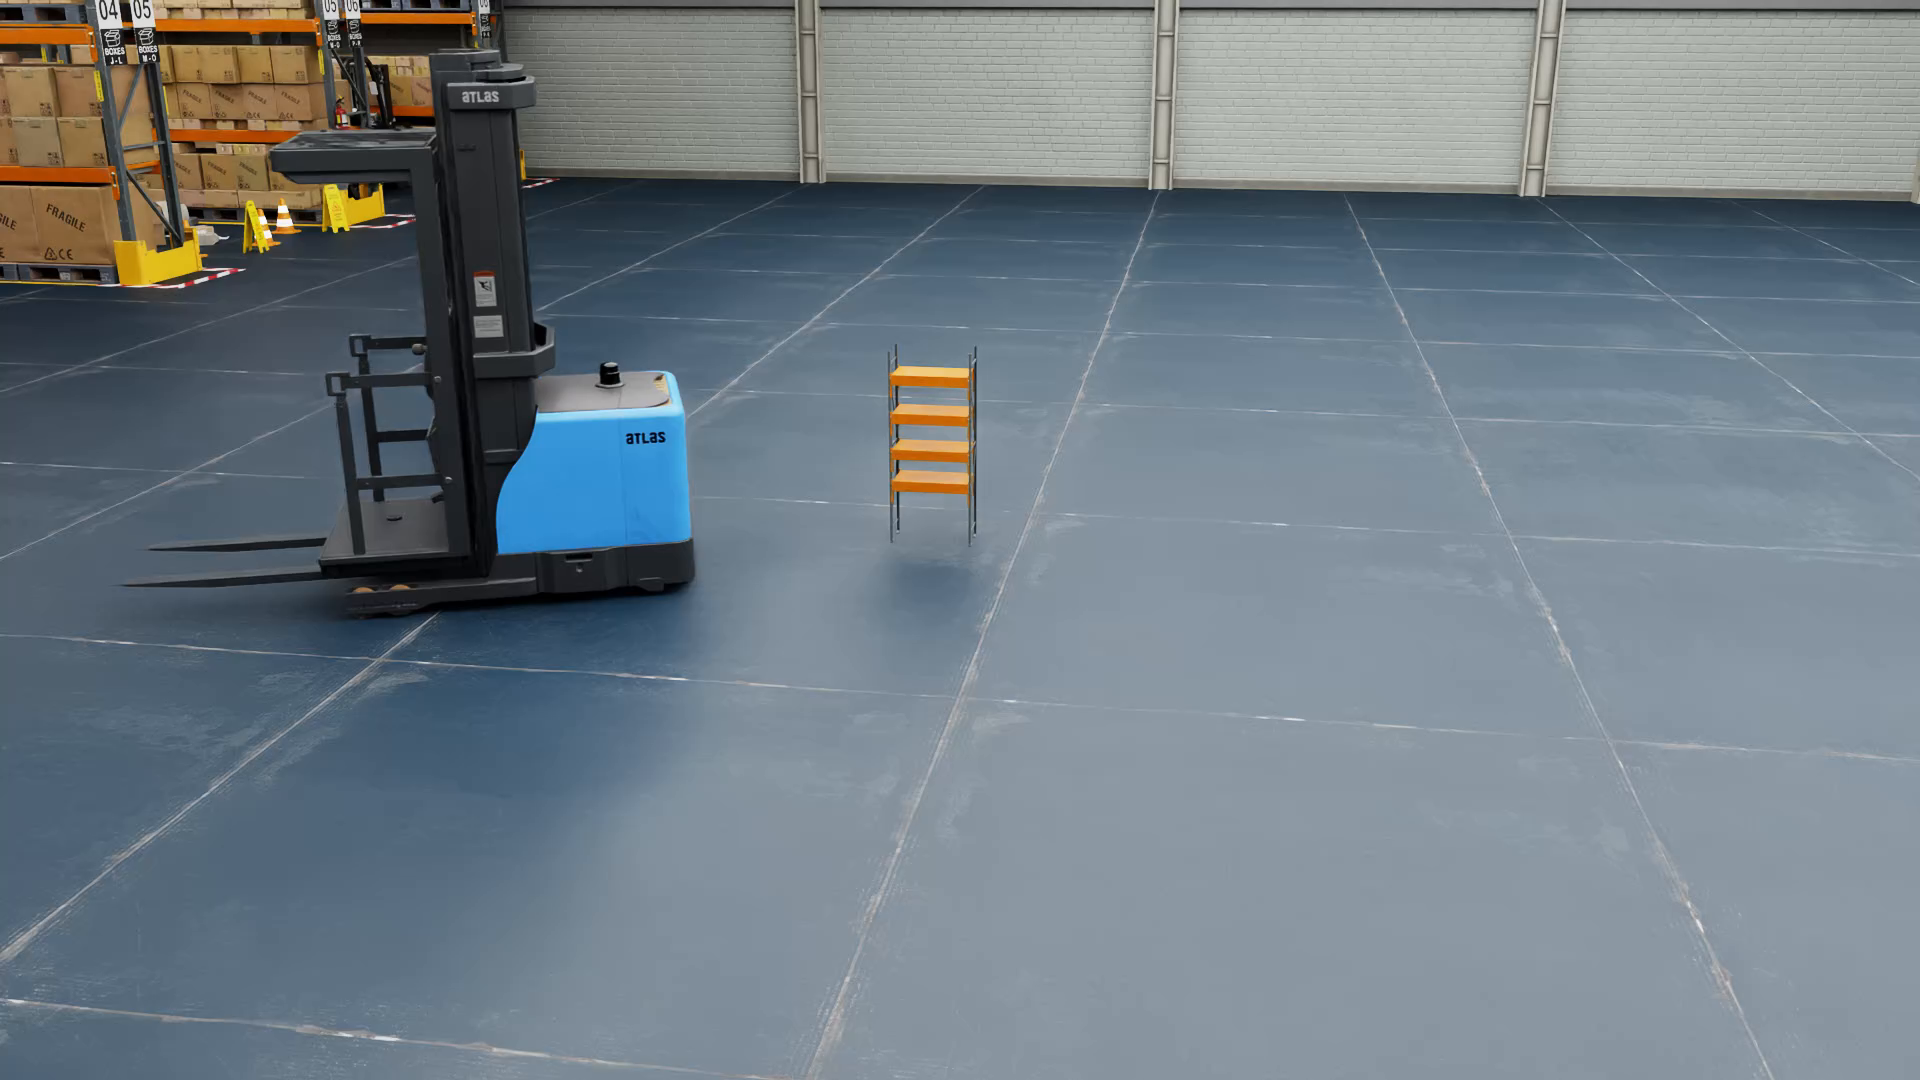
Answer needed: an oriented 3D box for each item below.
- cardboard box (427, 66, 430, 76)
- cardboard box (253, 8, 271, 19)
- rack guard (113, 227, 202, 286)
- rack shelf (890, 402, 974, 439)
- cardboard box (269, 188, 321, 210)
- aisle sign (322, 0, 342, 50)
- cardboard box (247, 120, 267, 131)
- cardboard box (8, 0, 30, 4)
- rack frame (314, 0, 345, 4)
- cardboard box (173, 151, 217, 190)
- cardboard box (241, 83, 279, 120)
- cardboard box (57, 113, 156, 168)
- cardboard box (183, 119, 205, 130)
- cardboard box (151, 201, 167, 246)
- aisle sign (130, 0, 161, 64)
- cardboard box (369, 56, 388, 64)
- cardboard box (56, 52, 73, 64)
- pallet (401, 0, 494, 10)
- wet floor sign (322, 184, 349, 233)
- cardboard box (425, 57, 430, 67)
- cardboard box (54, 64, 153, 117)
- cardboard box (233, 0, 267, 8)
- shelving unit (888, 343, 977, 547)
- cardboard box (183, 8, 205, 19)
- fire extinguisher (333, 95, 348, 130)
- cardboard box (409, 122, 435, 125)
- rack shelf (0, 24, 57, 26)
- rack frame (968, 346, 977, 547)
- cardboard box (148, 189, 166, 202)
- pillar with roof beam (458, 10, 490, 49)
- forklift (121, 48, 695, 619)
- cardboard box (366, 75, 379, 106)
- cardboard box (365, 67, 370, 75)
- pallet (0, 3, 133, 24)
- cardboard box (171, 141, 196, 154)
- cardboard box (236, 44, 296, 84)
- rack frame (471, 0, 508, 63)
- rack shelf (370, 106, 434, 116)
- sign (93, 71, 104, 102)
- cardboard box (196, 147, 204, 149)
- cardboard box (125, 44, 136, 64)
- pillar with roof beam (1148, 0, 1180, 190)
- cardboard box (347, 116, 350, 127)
[{"bbox_3d":[-8.819,-7.946,28.144,0.250,0.149,0.380,3,19,10],"label":"cardboard box"},{"bbox_3d":[-9.617,-7.330,23.153,0.250,0.149,0.380,3,19,10],"label":"cardboard box"},{"bbox_3d":[-9.374,-3.328,19.461,0.348,0.500,1.175,3,19,9],"label":"rack guard"},{"bbox_3d":[-0.163,-0.726,10.088,0.480,0.148,0.258,3,19,9],"label":"rack shelf"},{"bbox_3d":[-9.577,-4.923,23.961,0.500,0.250,0.500,3,19,8],"label":"cardboard box"},{"bbox_3d":[-8.697,-7.209,23.025,0.004,0.787,0.394,3,19,9],"label":"aisle sign"},{"bbox_3d":[-9.892,-5.904,23.617,0.250,0.149,0.380,3,19,10],"label":"cardboard box"},{"bbox_3d":[-10.282,-6.001,18.359,0.250,0.149,0.380,3,19,9],"label":"cardboard box"},{"bbox_3d":[-8.712,-8.915,22.766,0.127,3.000,1.000,3,19,9],"label":"rack frame"},{"bbox_3d":[-11.080,-5.358,24.080,0.500,0.500,0.500,4,19,12],"label":"cardboard box"},{"bbox_3d":[-9.786,-6.227,23.558,0.500,0.500,0.500,3,19,9],"label":"cardboard box"},{"bbox_3d":[-9.771,-4.590,19.058,0.550,0.550,0.875,3,19,9],"label":"cardboard box"},{"bbox_3d":[-10.887,-5.965,23.799,0.250,0.149,0.380,3,19,8],"label":"cardboard box"},{"bbox_3d":[-10.848,-4.182,22.008,0.637,0.503,0.797,-11,21,-29],"label":"cardboard box"},{"bbox_3d":[-9.280,-5.838,18.926,0.004,0.787,0.394,3,19,9],"label":"aisle sign"},{"bbox_3d":[-9.831,-8.149,28.282,0.250,0.149,0.380,3,19,9],"label":"cardboard box"},{"bbox_3d":[-13.070,-7.101,24.489,0.250,0.149,0.380,3,19,8],"label":"cardboard box"},{"bbox_3d":[-8.623,-9.050,28.035,1.213,0.211,1.003,3,19,9],"label":"pallet"},{"bbox_3d":[-8.695,-4.609,23.061,0.232,0.644,0.267,10,21,27],"label":"wet floor sign"},{"bbox_3d":[-8.827,-8.081,28.079,0.250,0.149,0.380,3,19,10],"label":"cardboard box"},{"bbox_3d":[-9.758,-5.129,18.965,0.550,0.550,0.875,3,19,9],"label":"cardboard box"},{"bbox_3d":[-9.755,-7.534,23.133,0.500,0.250,0.500,3,19,8],"label":"cardboard box"},{"bbox_3d":[-0.163,-0.577,10.138,0.503,1.200,0.258,3,19,9],"label":"shelving unit"},{"bbox_3d":[-10.633,-7.367,23.263,0.250,0.149,0.380,3,19,8],"label":"cardboard box"},{"bbox_3d":[-8.673,-5.884,23.282,0.183,0.674,0.296,3,19,9],"label":"fire extinguisher"},{"bbox_3d":[-9.359,-7.131,28.984,0.500,0.250,0.500,3,19,8],"label":"cardboard box"},{"bbox_3d":[-14.636,-7.454,24.259,4.000,0.370,1.077,3,19,9],"label":"rack shelf"},{"bbox_3d":[0.077,-0.565,10.101,0.015,1.200,0.240,3,19,9],"label":"rack frame"},{"bbox_3d":[-11.593,-5.029,24.278,0.500,0.250,0.500,4,19,12],"label":"cardboard box"},{"bbox_3d":[-9.156,-9.439,24.332,0.400,9.000,9.100,3,19,9],"label":"pillar with roof beam"},{"bbox_3d":[-3.078,-1.146,9.110,3.031,2.935,1.130,-4,19,-12],"label":"forklift"},{"bbox_3d":[-9.971,-7.692,28.408,0.500,0.500,0.500,3,19,9],"label":"cardboard box"},{"bbox_3d":[-10.082,-7.999,28.304,0.250,0.149,0.380,3,19,8],"label":"cardboard box"},{"bbox_3d":[-10.132,-5.929,18.708,1.213,0.211,1.003,3,19,9],"label":"pallet"},{"bbox_3d":[-11.234,-5.653,23.938,0.250,0.149,0.380,4,19,12],"label":"cardboard box"},{"bbox_3d":[-9.750,-6.718,23.452,0.500,0.500,0.700,3,19,9],"label":"cardboard box"},{"bbox_3d":[-7.929,-7.626,28.366,0.127,3.000,1.000,3,19,9],"label":"rack frame"},{"bbox_3d":[-9.903,-7.385,28.781,4.000,0.370,1.077,3,19,9],"label":"rack shelf"},{"bbox_3d":[-9.498,-5.007,18.341,0.005,0.325,0.100,3,19,9],"label":"sign"},{"bbox_3d":[-11.533,-5.552,24.658,0.500,0.500,0.500,3,19,10],"label":"cardboard box"},{"bbox_3d":[-11.761,-6.812,23.732,0.500,0.500,0.700,3,19,9],"label":"cardboard box"},{"bbox_3d":[2.692,-8.835,22.527,0.400,9.000,9.100,3,19,9],"label":"pillar with roof beam"},{"bbox_3d":[-9.015,-6.033,24.003,0.250,0.149,0.380,3,19,9],"label":"cardboard box"}]
